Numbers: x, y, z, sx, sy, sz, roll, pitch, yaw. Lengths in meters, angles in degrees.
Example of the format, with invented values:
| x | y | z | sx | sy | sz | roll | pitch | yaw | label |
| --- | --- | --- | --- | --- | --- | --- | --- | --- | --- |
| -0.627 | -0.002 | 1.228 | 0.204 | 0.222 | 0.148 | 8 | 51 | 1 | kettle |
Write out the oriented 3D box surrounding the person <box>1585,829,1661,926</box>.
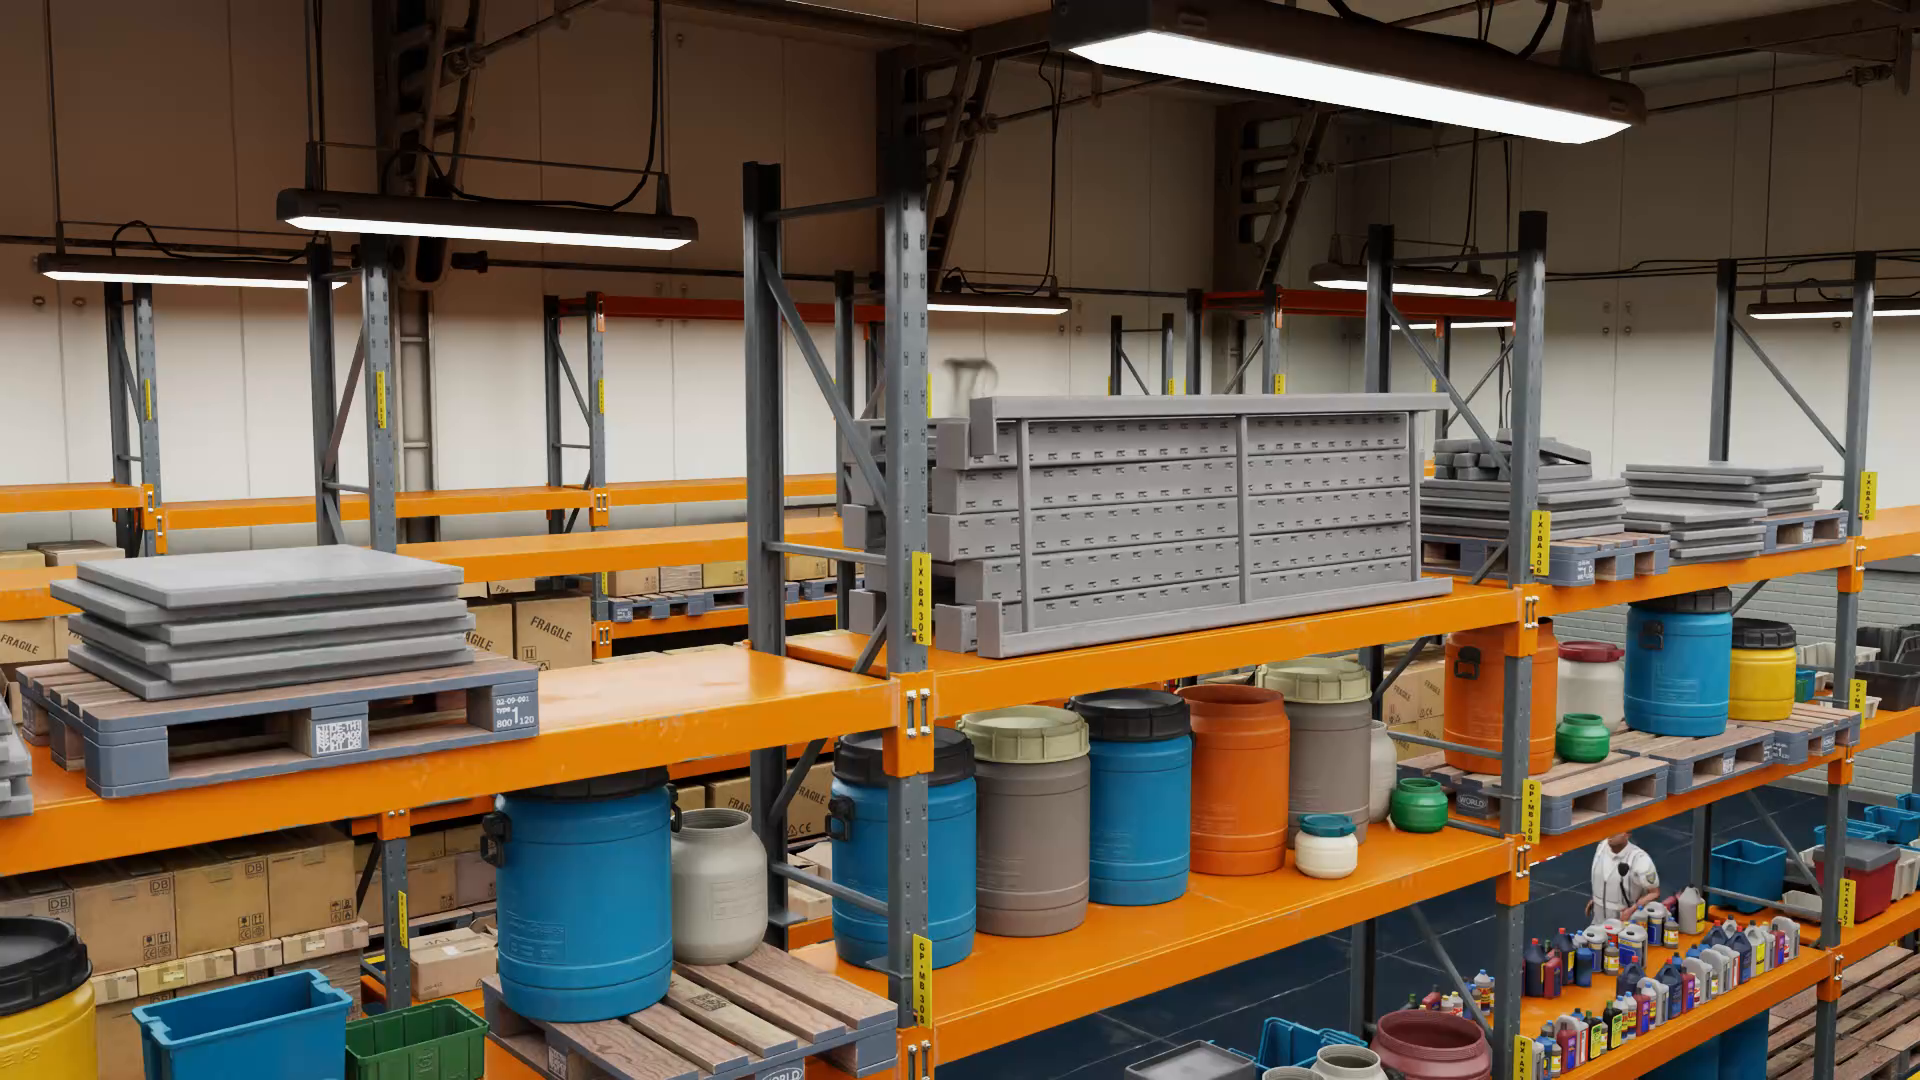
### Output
| x | y | z | sx | sy | sz | roll | pitch | yaw | label |
| --- | --- | --- | --- | --- | --- | --- | --- | --- | --- |
| 5.357 | 3.022 | 13.374 | 0.848 | 1.754 | 0.646 | -3 | 6 | -31 | person |
